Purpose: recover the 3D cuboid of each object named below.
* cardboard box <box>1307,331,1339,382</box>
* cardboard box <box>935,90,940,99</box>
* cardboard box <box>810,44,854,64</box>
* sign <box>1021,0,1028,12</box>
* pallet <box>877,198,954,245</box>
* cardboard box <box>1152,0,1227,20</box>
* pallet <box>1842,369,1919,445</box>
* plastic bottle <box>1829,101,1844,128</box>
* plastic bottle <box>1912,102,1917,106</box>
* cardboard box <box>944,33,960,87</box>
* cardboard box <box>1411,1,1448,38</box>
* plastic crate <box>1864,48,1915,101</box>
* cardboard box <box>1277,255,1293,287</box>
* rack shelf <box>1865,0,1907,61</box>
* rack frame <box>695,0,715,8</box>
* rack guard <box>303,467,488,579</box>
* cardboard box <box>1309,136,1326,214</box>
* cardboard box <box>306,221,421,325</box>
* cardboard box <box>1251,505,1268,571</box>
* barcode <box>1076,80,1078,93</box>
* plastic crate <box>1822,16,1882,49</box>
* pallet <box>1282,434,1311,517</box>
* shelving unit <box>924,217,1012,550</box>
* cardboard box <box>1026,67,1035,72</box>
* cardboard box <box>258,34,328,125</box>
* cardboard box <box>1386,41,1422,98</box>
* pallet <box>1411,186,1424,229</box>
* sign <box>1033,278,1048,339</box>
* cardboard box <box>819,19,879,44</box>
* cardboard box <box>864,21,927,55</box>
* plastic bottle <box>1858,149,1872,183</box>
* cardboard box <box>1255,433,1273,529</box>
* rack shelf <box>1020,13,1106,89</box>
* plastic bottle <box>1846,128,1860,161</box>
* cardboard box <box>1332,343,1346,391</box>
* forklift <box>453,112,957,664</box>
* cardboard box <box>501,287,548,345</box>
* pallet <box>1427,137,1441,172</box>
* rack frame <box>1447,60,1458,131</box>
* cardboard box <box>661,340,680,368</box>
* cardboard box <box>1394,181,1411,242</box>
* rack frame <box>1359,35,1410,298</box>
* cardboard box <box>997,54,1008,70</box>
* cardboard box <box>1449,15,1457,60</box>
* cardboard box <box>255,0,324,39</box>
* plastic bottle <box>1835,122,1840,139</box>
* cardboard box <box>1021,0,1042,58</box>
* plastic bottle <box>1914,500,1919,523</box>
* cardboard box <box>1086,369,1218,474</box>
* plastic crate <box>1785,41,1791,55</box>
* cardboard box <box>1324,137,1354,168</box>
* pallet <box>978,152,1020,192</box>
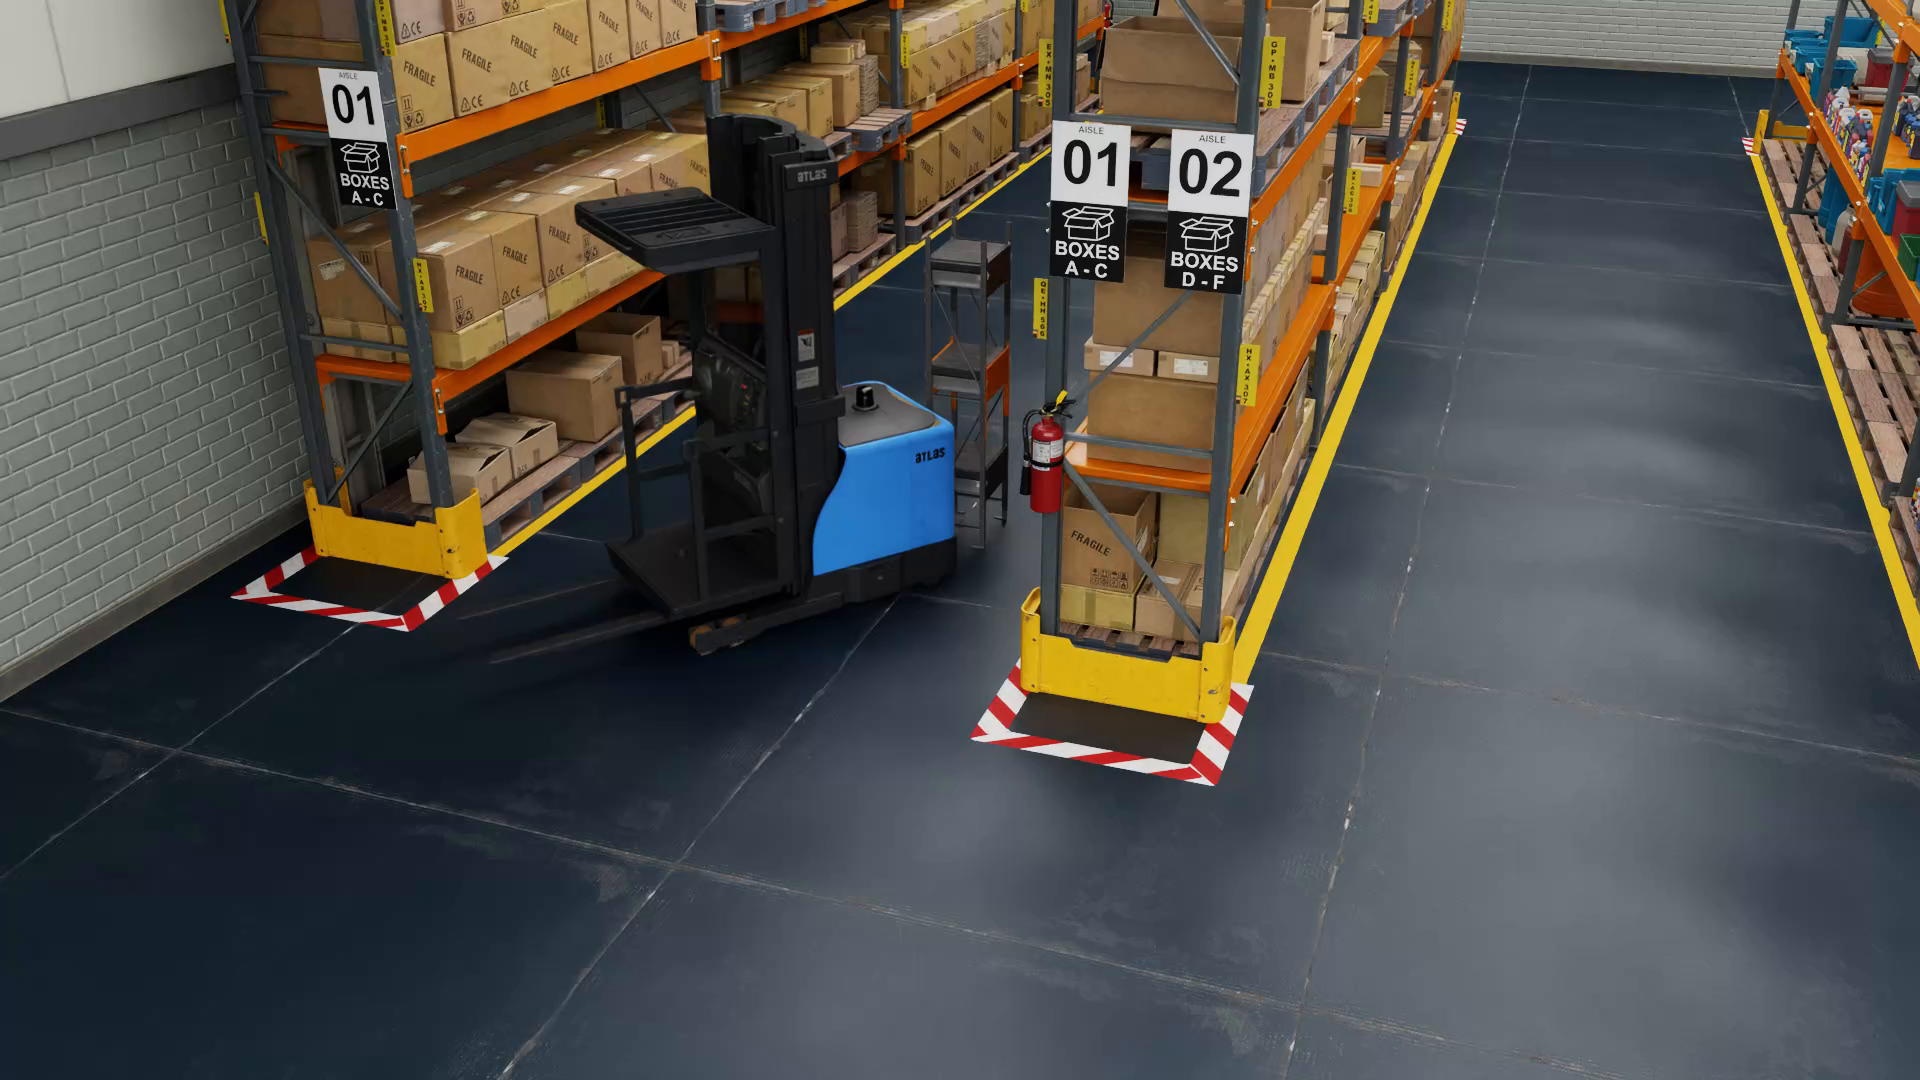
[{"bbox_3d":[2.645,-1.477,12.889,0.500,0.311,0.500,9,27,18],"label":"cardboard box"},{"bbox_3d":[-0.435,-4.926,18.248,0.380,0.149,0.250,9,27,19],"label":"cardboard box"},{"bbox_3d":[-1.248,-4.755,16.264,0.380,0.149,0.250,4,26,9],"label":"cardboard box"},{"bbox_3d":[0.777,-6.555,20.108,0.100,0.325,0.005,9,27,17],"label":"sign"},{"bbox_3d":[-0.735,-3.558,18.357,1.003,0.211,1.213,9,27,17],"label":"pallet"},{"bbox_3d":[1.606,-3.130,10.069,0.797,0.503,0.637,12,28,23],"label":"cardboard box"},{"bbox_3d":[7.572,-0.996,13.065,1.003,0.211,1.213,9,27,17],"label":"pallet"},{"bbox_3d":[8.905,-4.320,16.879,0.097,0.271,0.097,0,26,0],"label":"plastic bottle"},{"bbox_3d":[9.657,-4.293,16.816,0.152,0.276,0.135,9,27,17],"label":"plastic bottle"},{"bbox_3d":[-0.316,-5.268,18.210,0.500,0.500,0.500,9,27,17],"label":"cardboard box"},{"bbox_3d":[5.357,-6.075,19.093,0.500,0.500,0.500,9,27,19],"label":"cardboard box"},{"bbox_3d":[10.138,-5.094,18.186,0.402,0.464,0.583,9,27,17],"label":"plastic crate"},{"bbox_3d":[1.875,-1.703,10.465,0.380,0.149,0.250,10,27,19],"label":"cardboard box"},{"bbox_3d":[8.939,-4.912,15.336,1.077,0.370,4.000,9,27,17],"label":"rack shelf"},{"bbox_3d":[-2.400,-5.557,12.400,1.000,3.000,0.127,9,27,17],"label":"rack frame"},{"bbox_3d":[-3.706,-0.119,10.922,1.175,0.500,0.348,9,27,17],"label":"rack guard"},{"bbox_3d":[2.131,-2.585,11.544,0.700,0.500,0.500,9,27,18],"label":"cardboard box"},{"bbox_3d":[-3.774,-1.716,10.641,0.500,0.500,0.500,8,27,17],"label":"cardboard box"},{"bbox_3d":[1.660,-0.047,10.578,0.500,0.250,0.500,9,27,17],"label":"cardboard box"},{"bbox_3d":[0.587,-2.301,8.452,0.001,0.075,0.075,9,27,17],"label":"barcode"},{"bbox_3d":[11.001,-6.229,20.564,0.616,0.435,0.499,9,27,17],"label":"plastic crate"},{"bbox_3d":[1.969,-0.564,12.172,1.003,0.211,1.213,9,27,17],"label":"pallet"},{"bbox_3d":[0.055,-1.013,10.933,0.431,2.100,0.503,9,27,17],"label":"shelving unit"},{"bbox_3d":[0.803,-6.297,22.455,0.380,0.149,0.250,8,27,17],"label":"cardboard box"},{"bbox_3d":[-3.831,-2.825,10.063,0.500,0.500,0.500,11,28,21],"label":"cardboard box"},{"bbox_3d":[4.405,-4.926,17.386,0.700,0.500,0.500,2,26,4],"label":"cardboard box"},{"bbox_3d":[4.700,-3.832,18.923,1.003,0.211,1.213,9,27,17],"label":"pallet"},{"bbox_3d":[0.435,-1.208,8.702,0.100,0.325,0.005,9,27,17],"label":"sign"},{"bbox_3d":[-1.162,-5.250,17.311,0.500,0.250,0.500,10,27,19],"label":"cardboard box"},{"bbox_3d":[-0.665,-5.187,17.181,0.500,0.250,0.500,9,27,19],"label":"cardboard box"},{"bbox_3d":[8.083,-3.334,14.828,0.061,0.283,0.133,9,27,17],"label":"plastic bottle"},{"bbox_3d":[1.649,-0.386,10.418,0.500,0.500,0.500,9,27,17],"label":"cardboard box"},{"bbox_3d":[0.928,-6.642,22.352,1.077,0.370,4.000,9,27,17],"label":"rack shelf"},{"bbox_3d":[8.386,-3.709,15.602,0.061,0.283,0.133,9,27,17],"label":"plastic bottle"},{"bbox_3d":[2.812,-1.431,13.436,0.500,0.250,0.500,9,27,19],"label":"cardboard box"},{"bbox_3d":[-1.539,-0.904,9.753,3.031,2.935,1.130,-15,30,-29],"label":"forklift"},{"bbox_3d":[-3.110,-1.524,11.105,0.500,0.250,0.500,8,27,16],"label":"cardboard box"},{"bbox_3d":[5.569,-4.957,21.246,1.003,0.211,1.213,9,27,17],"label":"pallet"},{"bbox_3d":[6.266,-7.071,22.412,1.000,3.000,0.127,9,27,17],"label":"rack frame"},{"bbox_3d":[-2.549,-1.555,13.766,0.380,0.166,0.250,5,26,11],"label":"cardboard box"},{"bbox_3d":[4.365,-3.423,17.242,0.500,0.500,0.500,8,27,17],"label":"cardboard box"},{"bbox_3d":[3.604,-3.783,15.622,1.000,3.000,0.127,9,27,17],"label":"rack frame"},{"bbox_3d":[0.355,-5.753,19.955,0.380,0.149,0.250,9,27,18],"label":"cardboard box"},{"bbox_3d":[5.865,-6.267,20.638,0.500,0.500,0.500,8,27,17],"label":"cardboard box"},{"bbox_3d":[-3.834,-3.282,9.859,0.500,0.500,0.500,10,28,20],"label":"cardboard box"},{"bbox_3d":[8.719,-4.059,16.419,0.097,0.201,0.097,0,26,0],"label":"plastic bottle"},{"bbox_3d":[0.458,-6.500,20.888,0.980,0.700,0.700,9,27,18],"label":"cardboard box"},{"bbox_3d":[6.356,-0.207,10.942,0.097,0.201,0.097,0,26,0],"label":"plastic bottle"},{"bbox_3d":[1.109,-0.731,9.203,0.700,0.500,0.500,9,27,17],"label":"cardboard box"},{"bbox_3d":[10.359,-6.086,20.611,0.250,0.136,0.298,9,27,17],"label":"plastic crate"},{"bbox_3d":[3.061,-3.136,14.171,0.500,0.500,0.500,7,27,15],"label":"cardboard box"},{"bbox_3d":[0.077,-4.561,20.428,1.003,0.211,1.213,9,27,17],"label":"pallet"}]
